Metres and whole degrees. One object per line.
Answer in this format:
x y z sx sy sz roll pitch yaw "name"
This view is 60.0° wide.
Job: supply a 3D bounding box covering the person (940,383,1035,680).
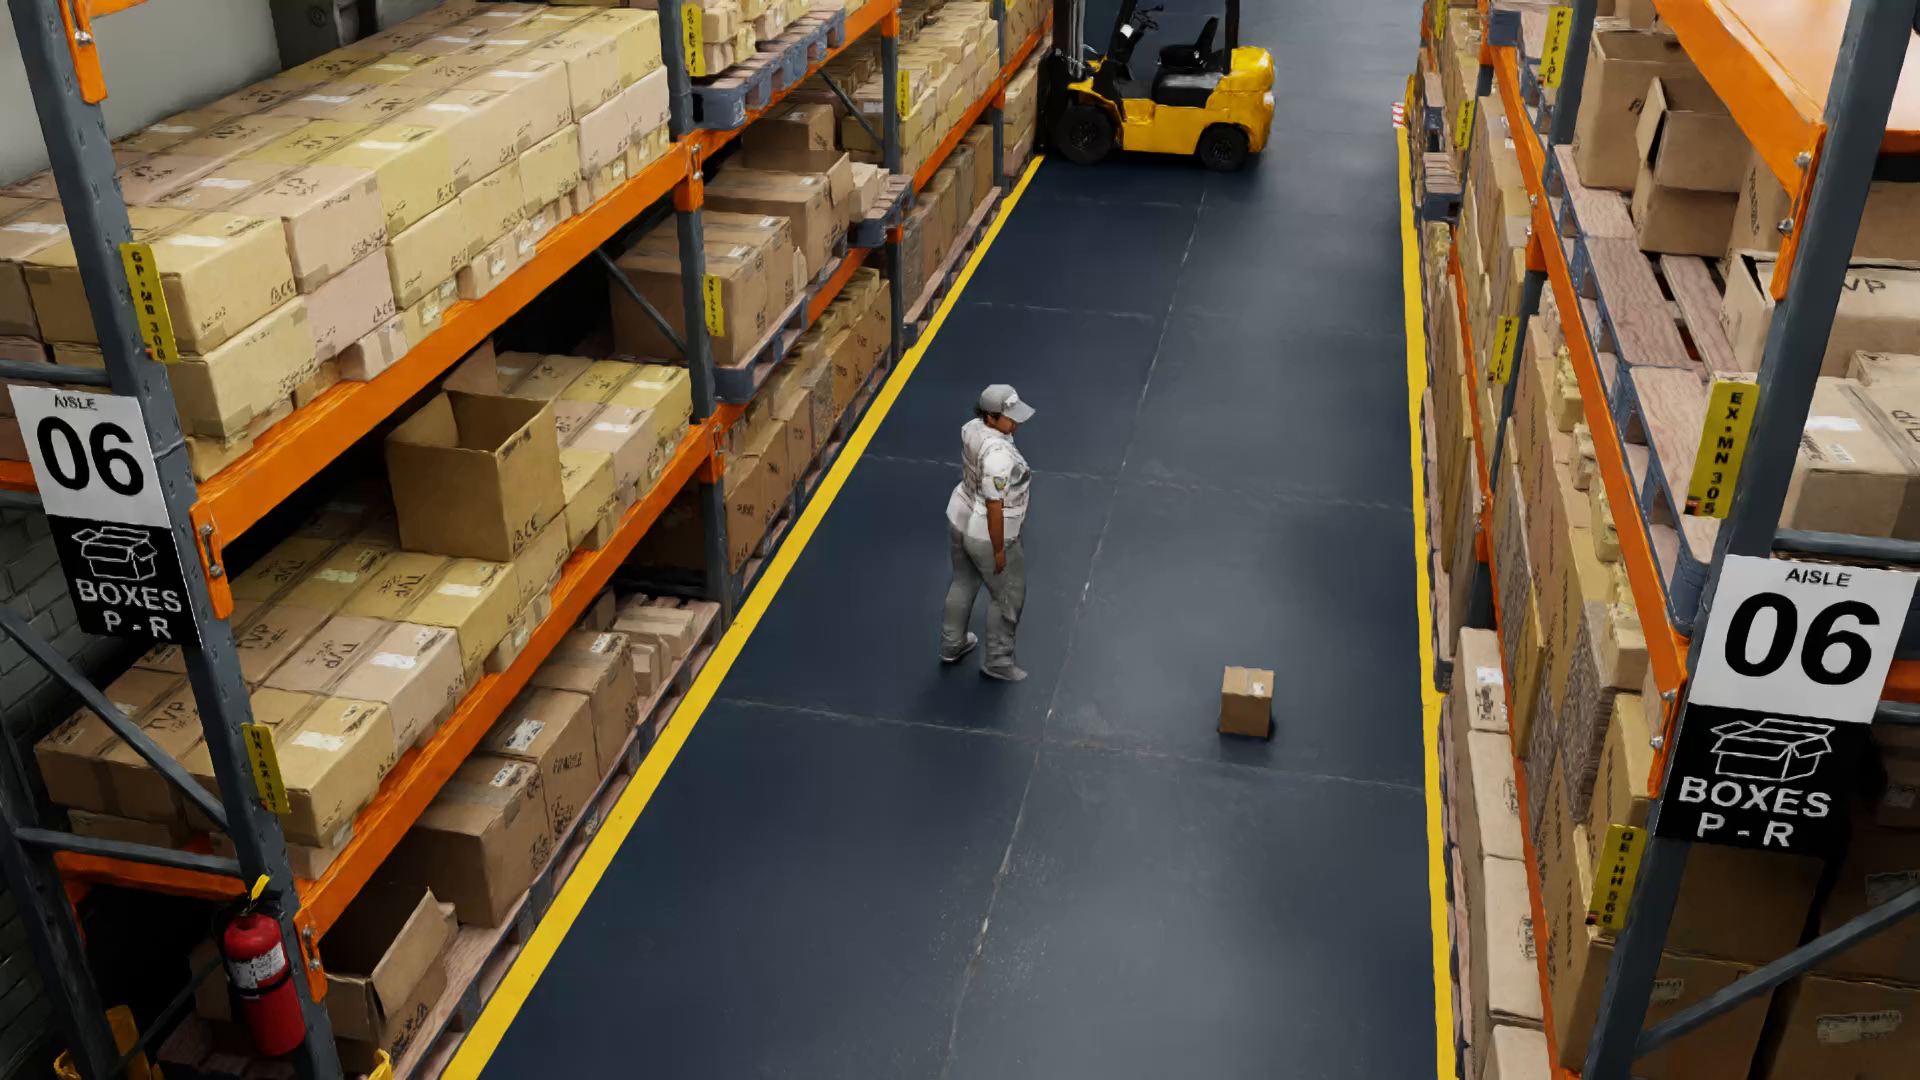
0.141 -0.029 8.713 0.448 1.724 0.519 -12 31 -21 "person"
